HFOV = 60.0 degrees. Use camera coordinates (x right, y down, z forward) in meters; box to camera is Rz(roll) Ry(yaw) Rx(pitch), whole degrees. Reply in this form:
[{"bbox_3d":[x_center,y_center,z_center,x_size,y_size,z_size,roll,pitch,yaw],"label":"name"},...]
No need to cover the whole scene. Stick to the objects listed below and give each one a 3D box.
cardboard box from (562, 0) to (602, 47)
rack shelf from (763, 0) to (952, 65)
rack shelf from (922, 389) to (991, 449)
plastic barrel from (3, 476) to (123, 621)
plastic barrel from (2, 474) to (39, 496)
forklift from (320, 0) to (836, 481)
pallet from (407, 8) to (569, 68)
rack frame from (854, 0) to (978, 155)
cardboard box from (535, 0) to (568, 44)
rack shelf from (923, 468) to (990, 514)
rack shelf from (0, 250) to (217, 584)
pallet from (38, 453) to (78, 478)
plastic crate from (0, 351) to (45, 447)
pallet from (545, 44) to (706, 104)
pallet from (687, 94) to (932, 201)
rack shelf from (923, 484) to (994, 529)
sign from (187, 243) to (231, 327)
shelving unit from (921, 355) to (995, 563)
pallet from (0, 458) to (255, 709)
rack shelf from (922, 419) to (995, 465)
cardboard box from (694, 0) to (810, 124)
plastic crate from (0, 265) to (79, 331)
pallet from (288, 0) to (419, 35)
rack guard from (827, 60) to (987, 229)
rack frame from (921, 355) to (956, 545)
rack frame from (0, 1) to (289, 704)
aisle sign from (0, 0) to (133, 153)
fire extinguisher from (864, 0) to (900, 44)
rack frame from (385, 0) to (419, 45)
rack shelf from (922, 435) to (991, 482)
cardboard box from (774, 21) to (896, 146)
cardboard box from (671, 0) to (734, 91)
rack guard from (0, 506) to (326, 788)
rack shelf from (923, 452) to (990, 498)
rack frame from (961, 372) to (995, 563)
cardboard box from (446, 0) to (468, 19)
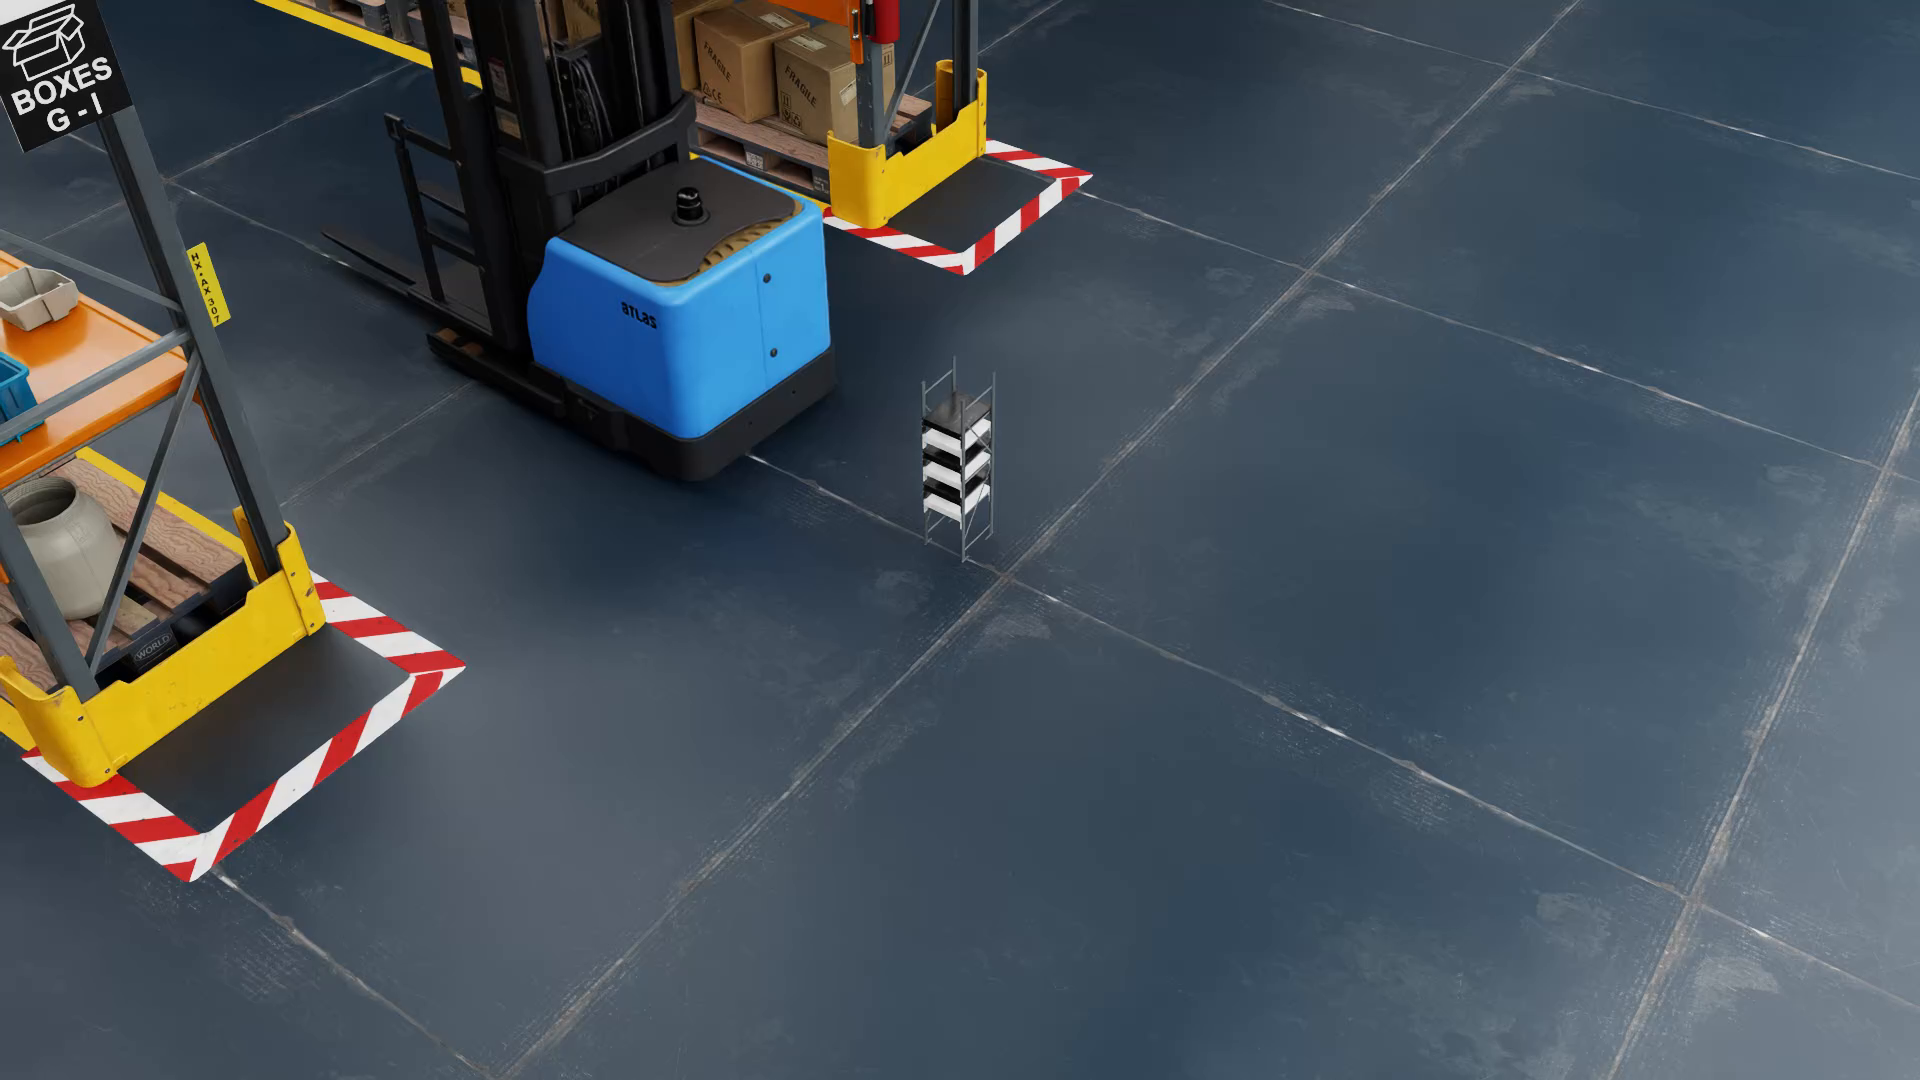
[{"bbox_3d":[-2.174,-3.399,10.607,0.500,0.500,0.500,21,46,22],"label":"cardboard box"},{"bbox_3d":[-1.868,-3.725,9.951,4.000,0.370,1.077,25,48,25],"label":"rack shelf"},{"bbox_3d":[-0.007,-0.515,7.044,0.200,0.077,0.258,25,48,25],"label":"rack shelf"},{"bbox_3d":[-3.657,0.037,6.758,0.421,0.512,0.421,0,42,0],"label":"plastic barrel"},{"bbox_3d":[-4.067,-0.155,6.973,0.421,0.512,0.421,0,42,0],"label":"plastic barrel"},{"bbox_3d":[-2.089,-2.177,7.733,3.031,2.935,1.130,27,49,27],"label":"forklift"},{"bbox_3d":[-2.935,-3.482,11.231,1.213,0.211,1.003,25,48,25],"label":"pallet"},{"bbox_3d":[-0.230,-3.227,8.856,0.127,3.000,1.000,25,48,25],"label":"rack frame"},{"bbox_3d":[-2.727,-3.594,10.825,0.500,0.500,0.500,-26,48,-26],"label":"cardboard box"},{"bbox_3d":[-0.007,-0.247,7.284,0.200,0.077,0.258,25,48,25],"label":"rack shelf"},{"bbox_3d":[-4.712,-1.021,6.929,4.000,0.370,1.077,25,48,25],"label":"rack shelf"},{"bbox_3d":[-4.820,-0.269,7.641,1.213,0.211,1.003,25,48,25],"label":"pallet"},{"bbox_3d":[-3.656,-0.496,5.915,0.616,0.251,0.499,25,48,25],"label":"plastic crate"},{"bbox_3d":[-1.932,-3.015,10.710,1.213,0.211,1.003,25,48,25],"label":"pallet"},{"bbox_3d":[-0.937,-2.548,10.187,1.213,0.211,1.003,25,48,25],"label":"pallet"},{"bbox_3d":[-0.007,-0.179,7.344,0.200,0.077,0.258,25,48,25],"label":"rack shelf"},{"bbox_3d":[-2.755,-0.925,6.075,0.005,0.325,0.100,25,48,25],"label":"sign"},{"bbox_3d":[-0.007,-0.338,7.202,0.210,0.900,0.258,25,48,25],"label":"shelving unit"},{"bbox_3d":[-3.825,0.199,7.118,1.213,0.211,1.003,25,48,25],"label":"pallet"},{"bbox_3d":[-0.007,-0.448,7.104,0.200,0.077,0.258,25,48,25],"label":"rack shelf"},{"bbox_3d":[-1.241,-2.911,10.061,0.500,0.500,0.500,-29,49,-28],"label":"cardboard box"},{"bbox_3d":[-3.622,-0.943,6.501,0.250,0.136,0.298,25,48,25],"label":"plastic crate"},{"bbox_3d":[-4.143,-4.017,11.829,1.213,0.211,1.003,25,48,25],"label":"pallet"},{"bbox_3d":[-0.292,-2.325,9.722,0.348,0.500,1.175,25,48,25],"label":"rack guard"},{"bbox_3d":[-0.090,-0.377,7.245,0.006,0.900,0.240,25,48,25],"label":"rack frame"},{"bbox_3d":[-3.074,-0.523,5.834,0.127,3.000,1.000,25,48,25],"label":"rack frame"},{"bbox_3d":[-2.847,-1.624,5.115,0.004,0.787,0.394,25,48,25],"label":"aisle sign"},{"bbox_3d":[-0.401,-2.903,8.551,0.183,0.674,0.296,25,48,25],"label":"fire extinguisher"},{"bbox_3d":[-3.505,-4.759,10.567,0.127,3.000,1.000,25,48,25],"label":"rack frame"},{"bbox_3d":[-0.007,-0.381,7.164,0.200,0.077,0.258,25,48,25],"label":"rack shelf"},{"bbox_3d":[-0.732,-2.700,9.826,0.500,0.500,0.500,-33,51,-31],"label":"cardboard box"},{"bbox_3d":[-1.743,-3.161,10.341,0.500,0.500,0.500,30,50,29],"label":"cardboard box"},{"bbox_3d":[-3.163,0.405,6.671,0.348,0.500,1.175,25,48,25],"label":"rack guard"},{"bbox_3d":[-0.007,-0.314,7.224,0.200,0.077,0.258,25,48,25],"label":"rack shelf"},{"bbox_3d":[0.077,-0.300,7.158,0.006,0.900,0.240,25,48,25],"label":"rack frame"},{"bbox_3d":[-3.201,-3.809,11.065,0.500,0.500,0.500,24,47,24],"label":"cardboard box"}]
